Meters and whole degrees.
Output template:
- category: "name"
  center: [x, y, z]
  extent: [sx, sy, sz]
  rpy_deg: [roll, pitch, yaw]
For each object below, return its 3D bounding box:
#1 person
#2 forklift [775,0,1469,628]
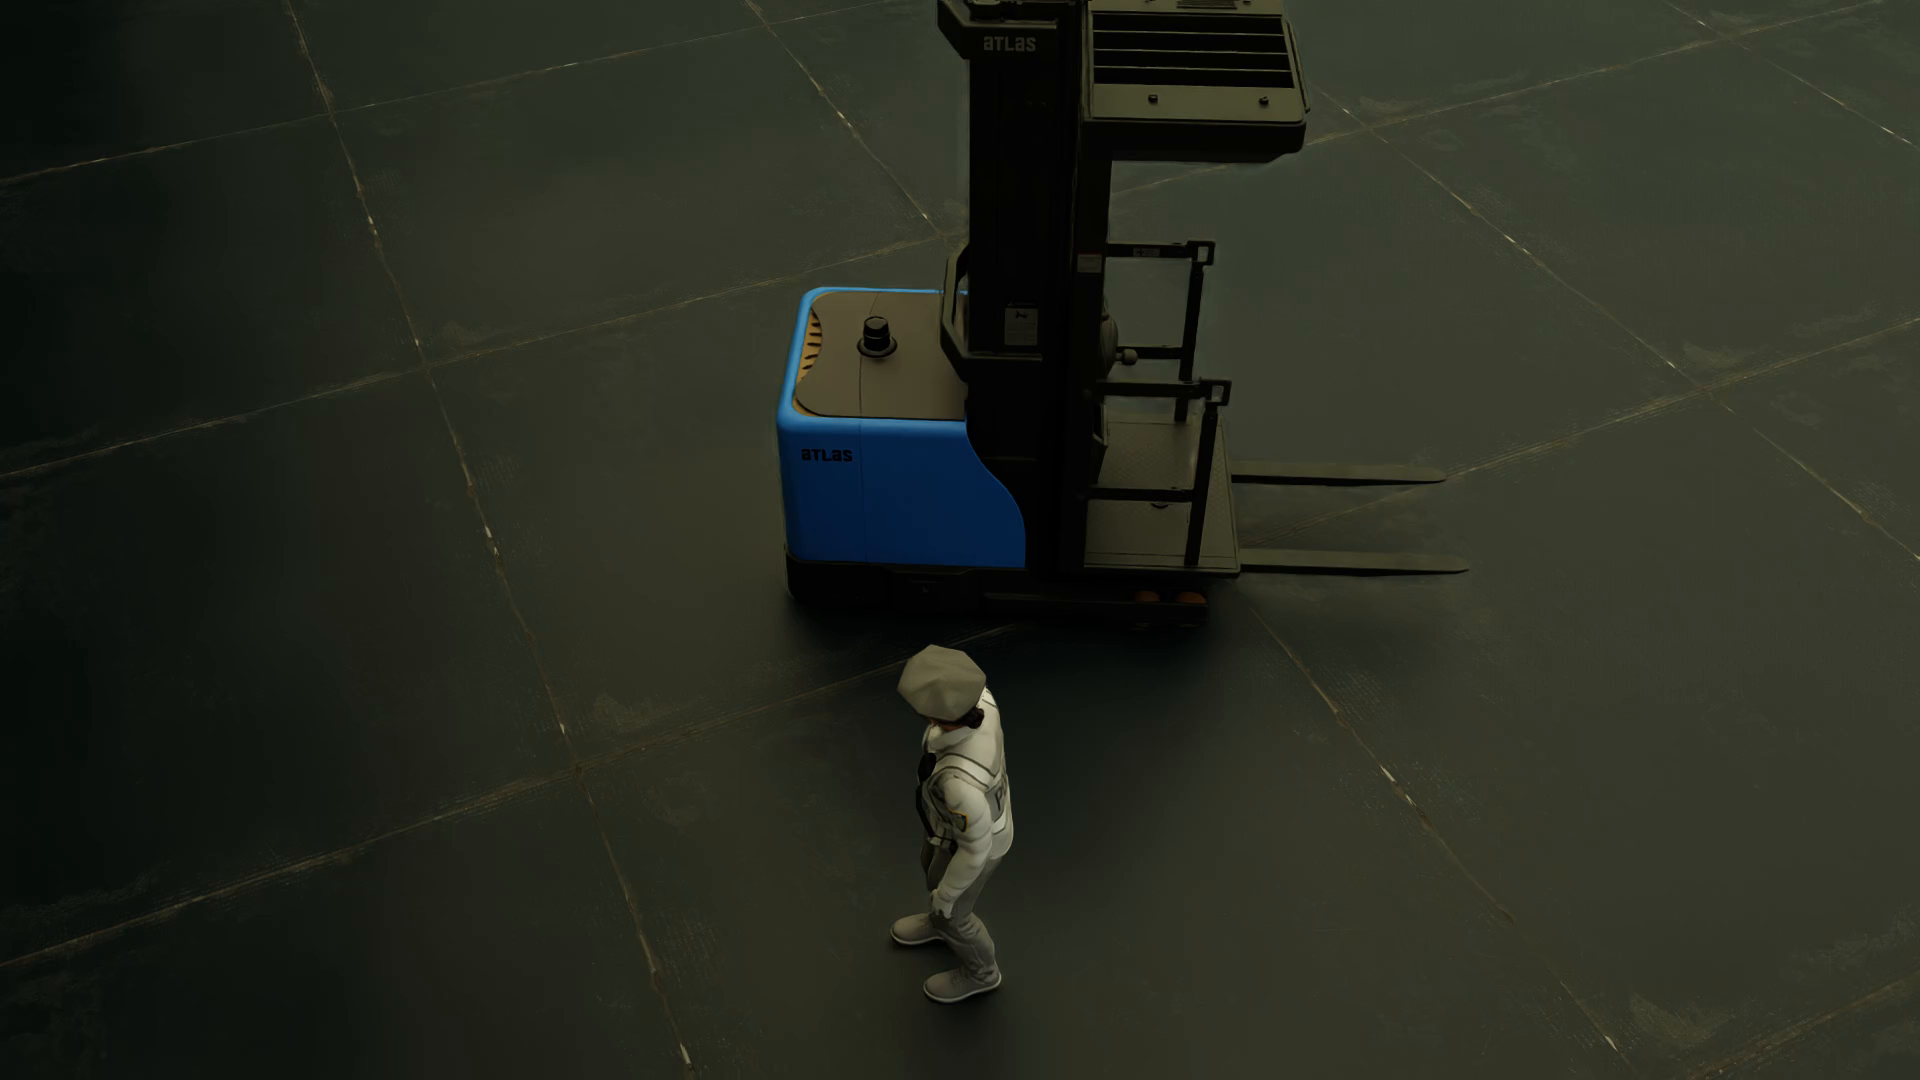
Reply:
- category: "person"
  center: [-0.041, 0.970, 5.576]
  extent: [0.435, 1.658, 0.641]
  rpy_deg: [0, 43, 0]
- category: "forklift"
  center: [0.759, -1.054, 6.810]
  extent: [3.031, 2.935, 1.130]
  rpy_deg: [2, 43, 2]
